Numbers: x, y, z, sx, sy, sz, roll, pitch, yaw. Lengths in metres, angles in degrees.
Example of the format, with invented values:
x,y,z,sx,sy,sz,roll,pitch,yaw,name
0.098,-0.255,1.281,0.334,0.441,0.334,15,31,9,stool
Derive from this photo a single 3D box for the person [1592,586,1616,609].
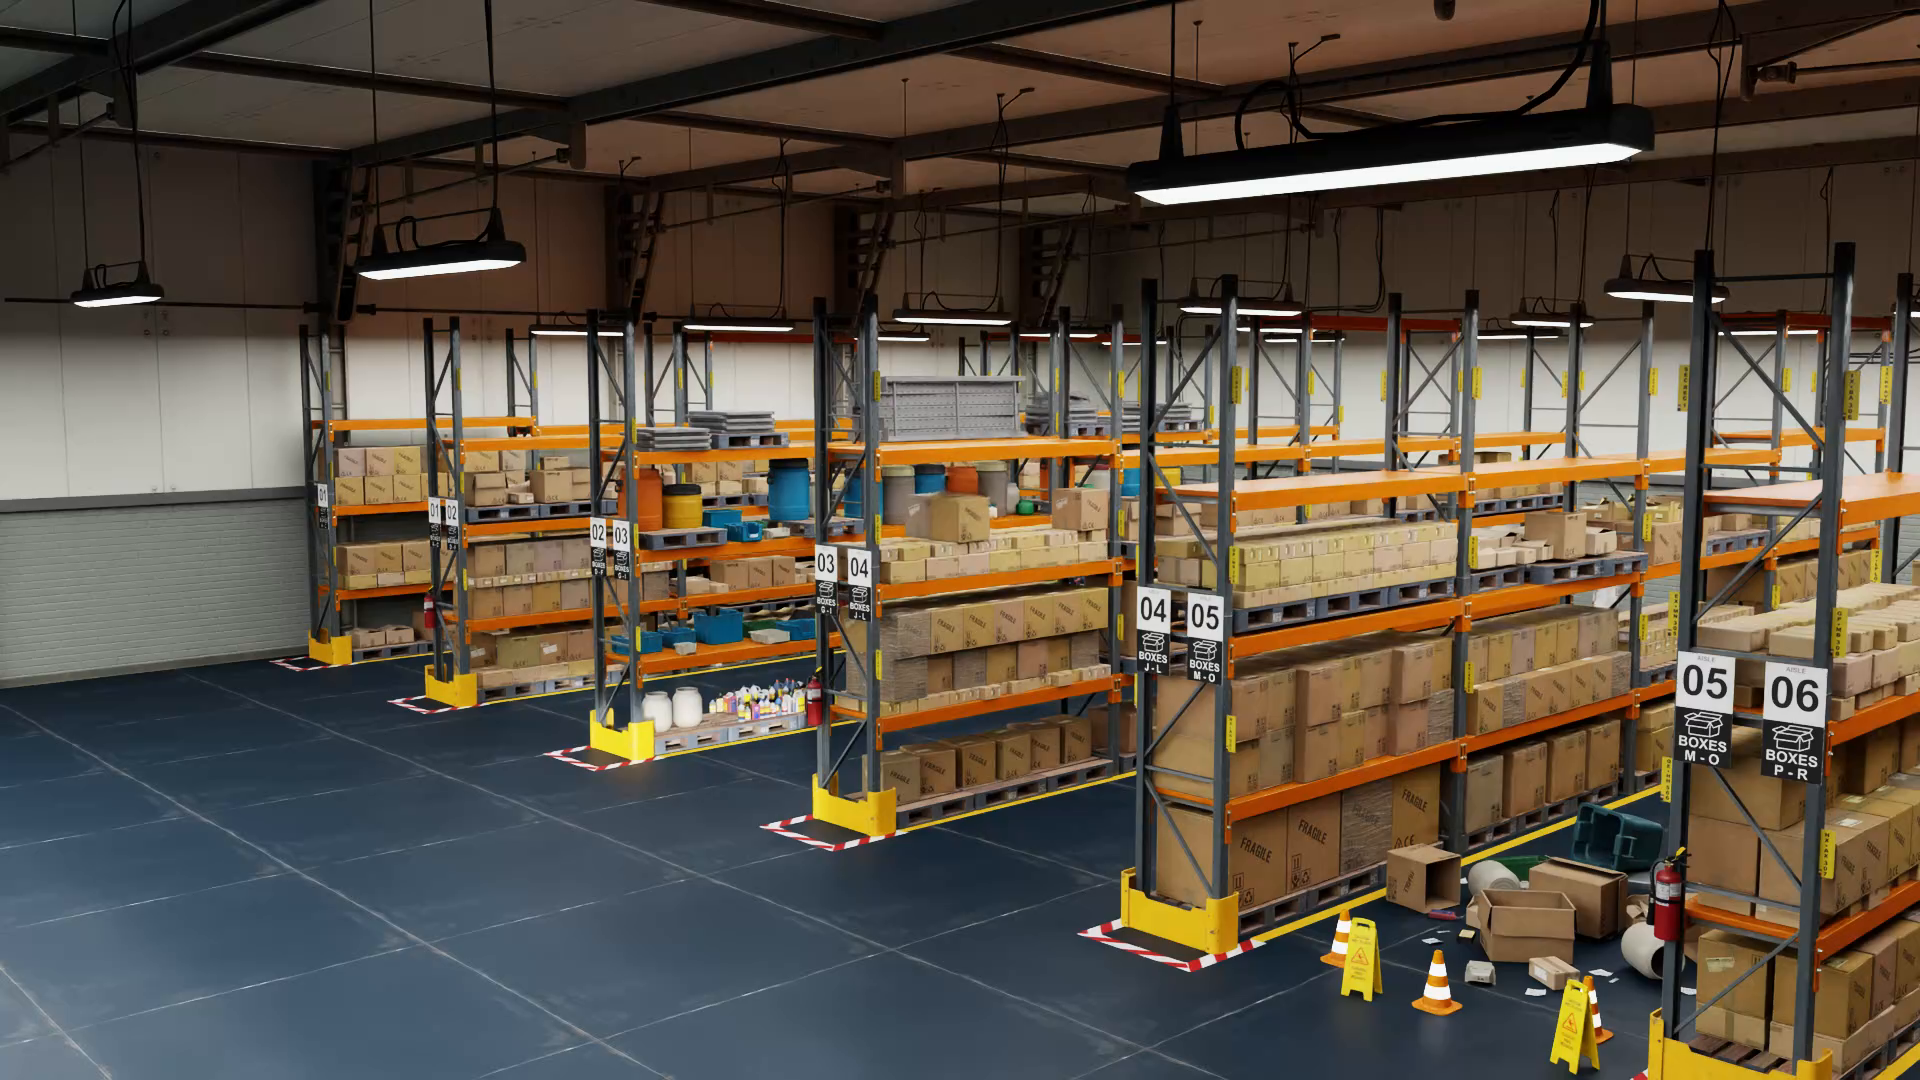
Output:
x,y,z,sx,sy,sz,roll,pitch,yaw,name
11.987,1.168,30.818,0.938,1.749,0.568,1,6,9,person

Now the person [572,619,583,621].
x,y,z,sx,sy,sz,roll,pitch,yaw,name
-7.329,1.111,31.586,1.107,1.712,0.531,-6,8,-44,person
